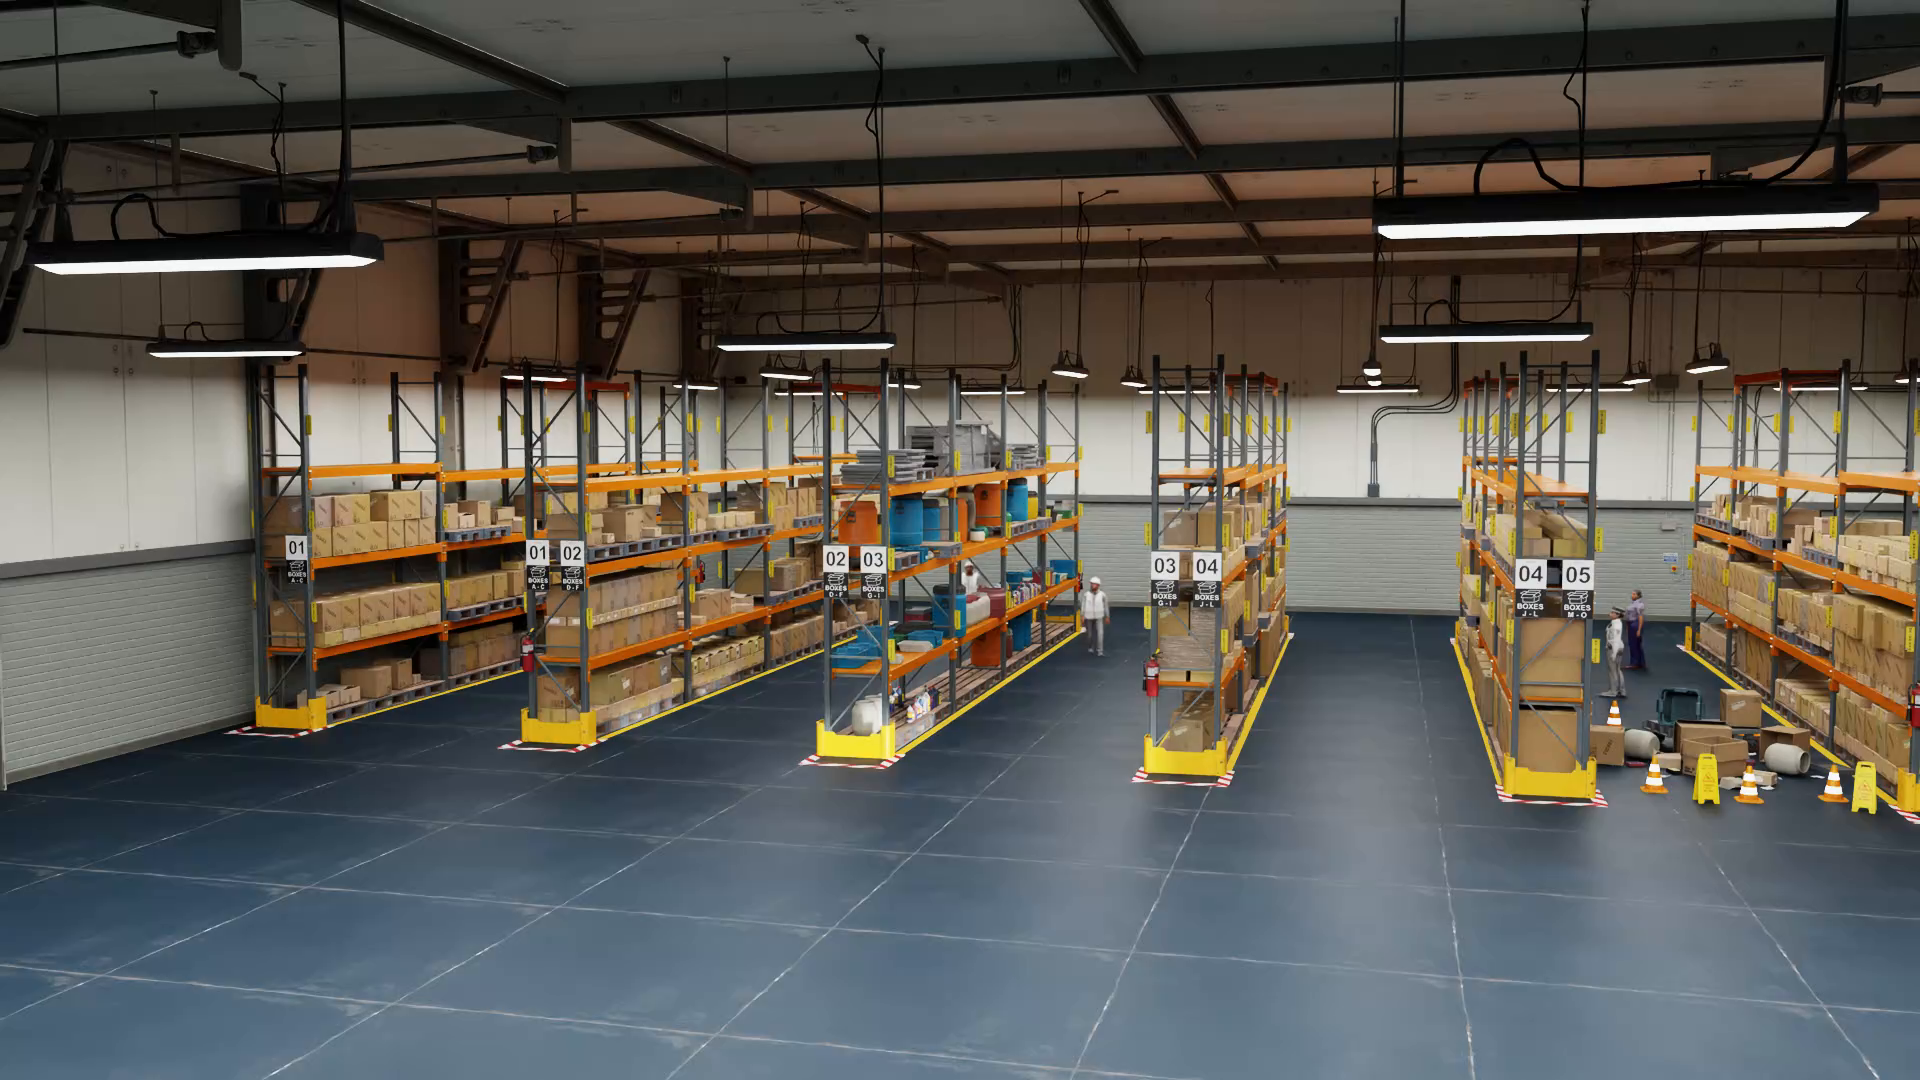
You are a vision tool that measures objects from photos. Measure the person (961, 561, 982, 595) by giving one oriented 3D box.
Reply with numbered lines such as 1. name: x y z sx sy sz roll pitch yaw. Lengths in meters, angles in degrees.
1. person: 0.200 1.383 39.625 0.571 1.740 0.972 1 4 13

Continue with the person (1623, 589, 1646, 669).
1. person: 13.915 1.837 34.250 0.422 1.637 0.507 2 4 28

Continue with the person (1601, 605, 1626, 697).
1. person: 12.104 2.048 30.734 0.377 1.696 0.516 3 5 41

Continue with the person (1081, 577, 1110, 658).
1. person: 2.924 1.668 35.901 0.633 1.720 1.018 0 4 1
